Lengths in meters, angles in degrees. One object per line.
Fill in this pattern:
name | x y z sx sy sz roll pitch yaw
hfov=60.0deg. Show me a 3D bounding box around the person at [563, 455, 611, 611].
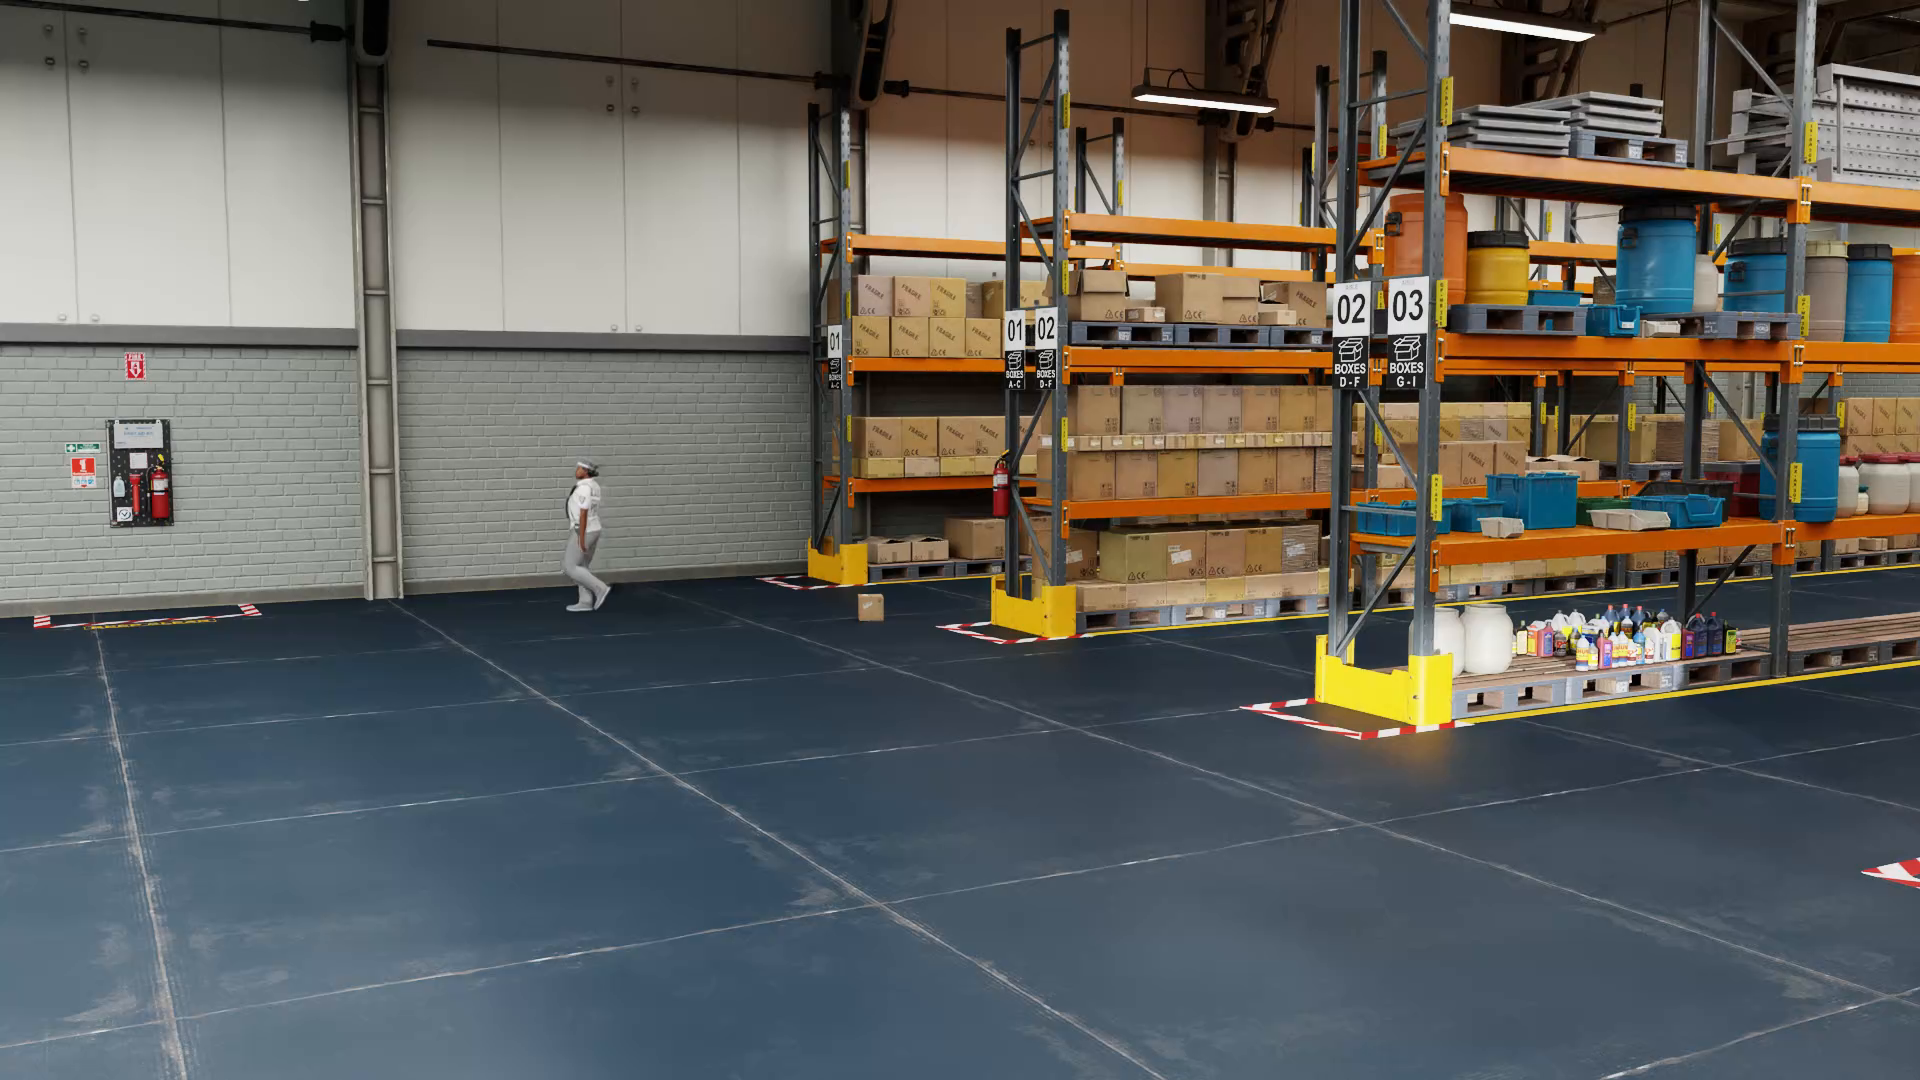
person | -3.991 -0.067 17.822 0.531 1.682 0.444 0 5 4
